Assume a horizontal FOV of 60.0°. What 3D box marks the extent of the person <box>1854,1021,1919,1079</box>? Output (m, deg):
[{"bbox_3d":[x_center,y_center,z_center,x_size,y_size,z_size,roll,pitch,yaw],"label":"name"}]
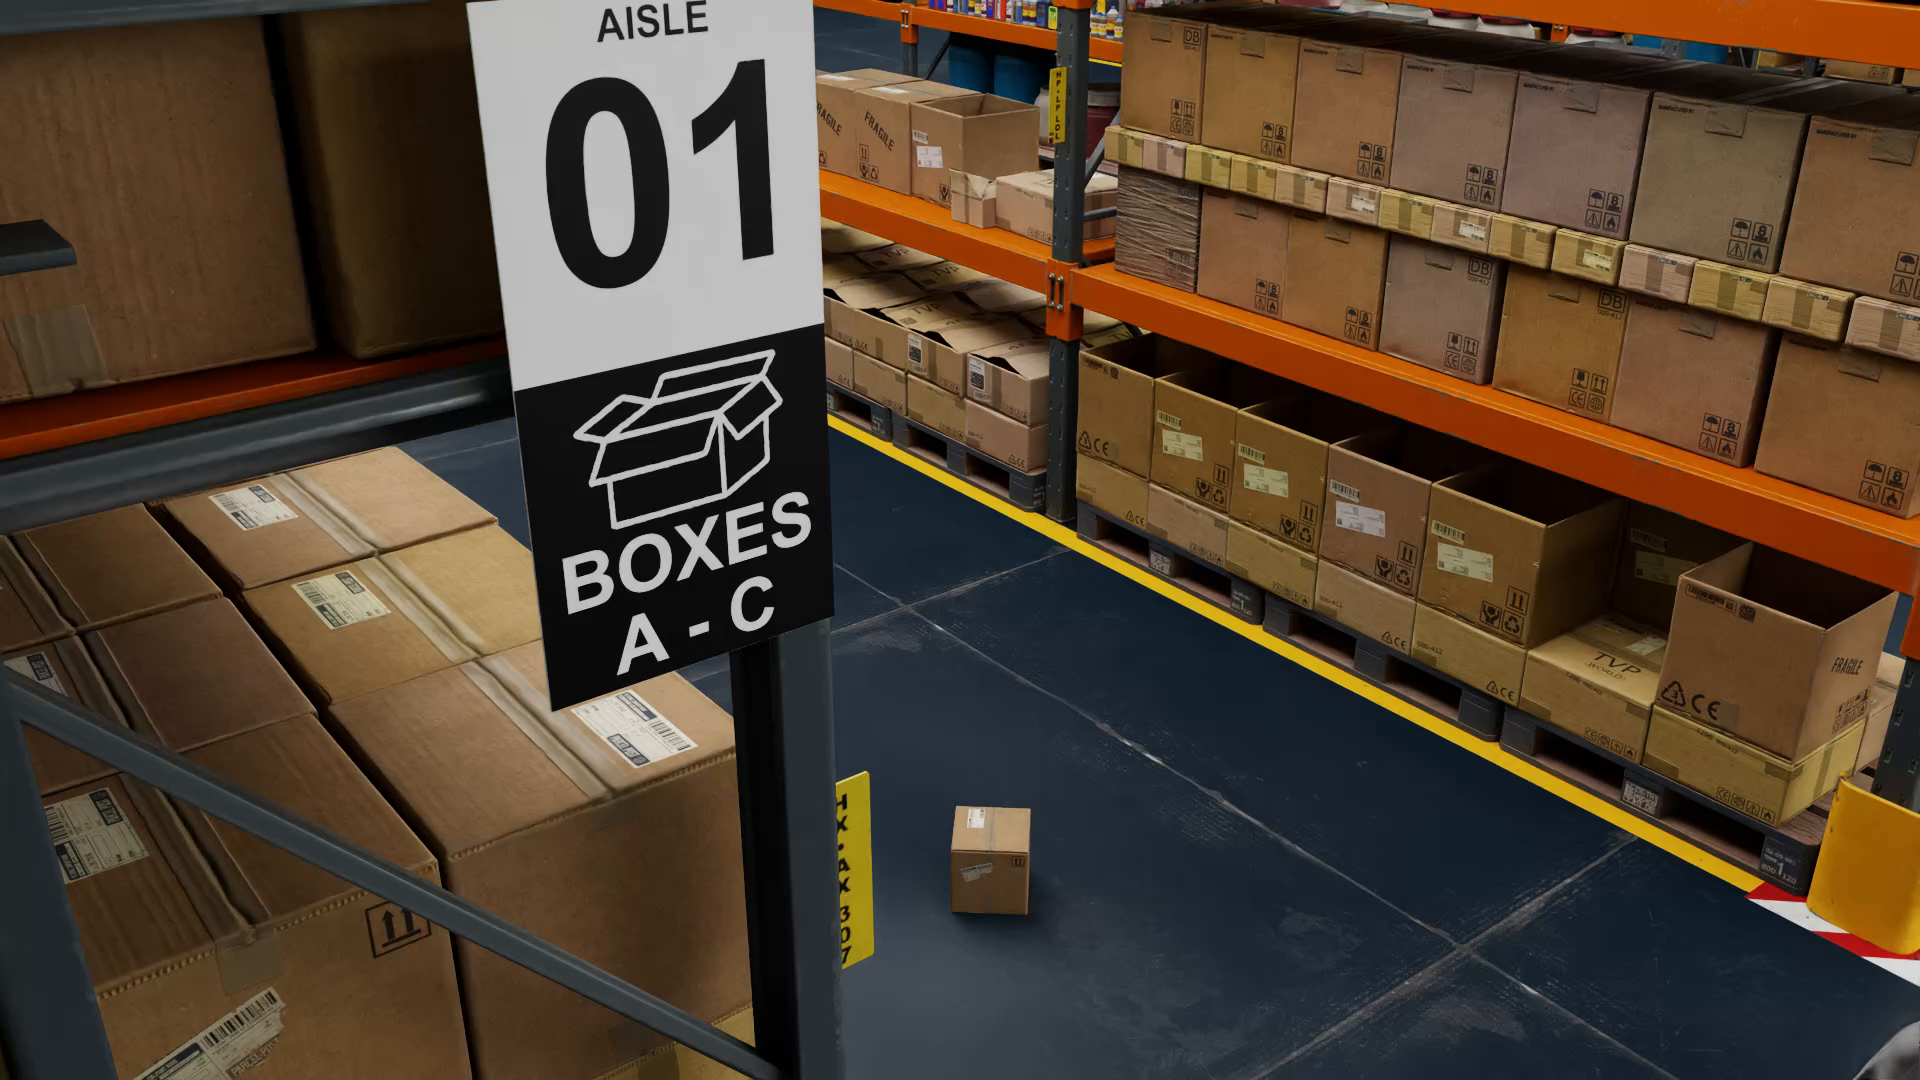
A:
[{"bbox_3d":[2.839,0.915,4.069,0.967,1.635,0.487,12,28,25],"label":"person"}]
